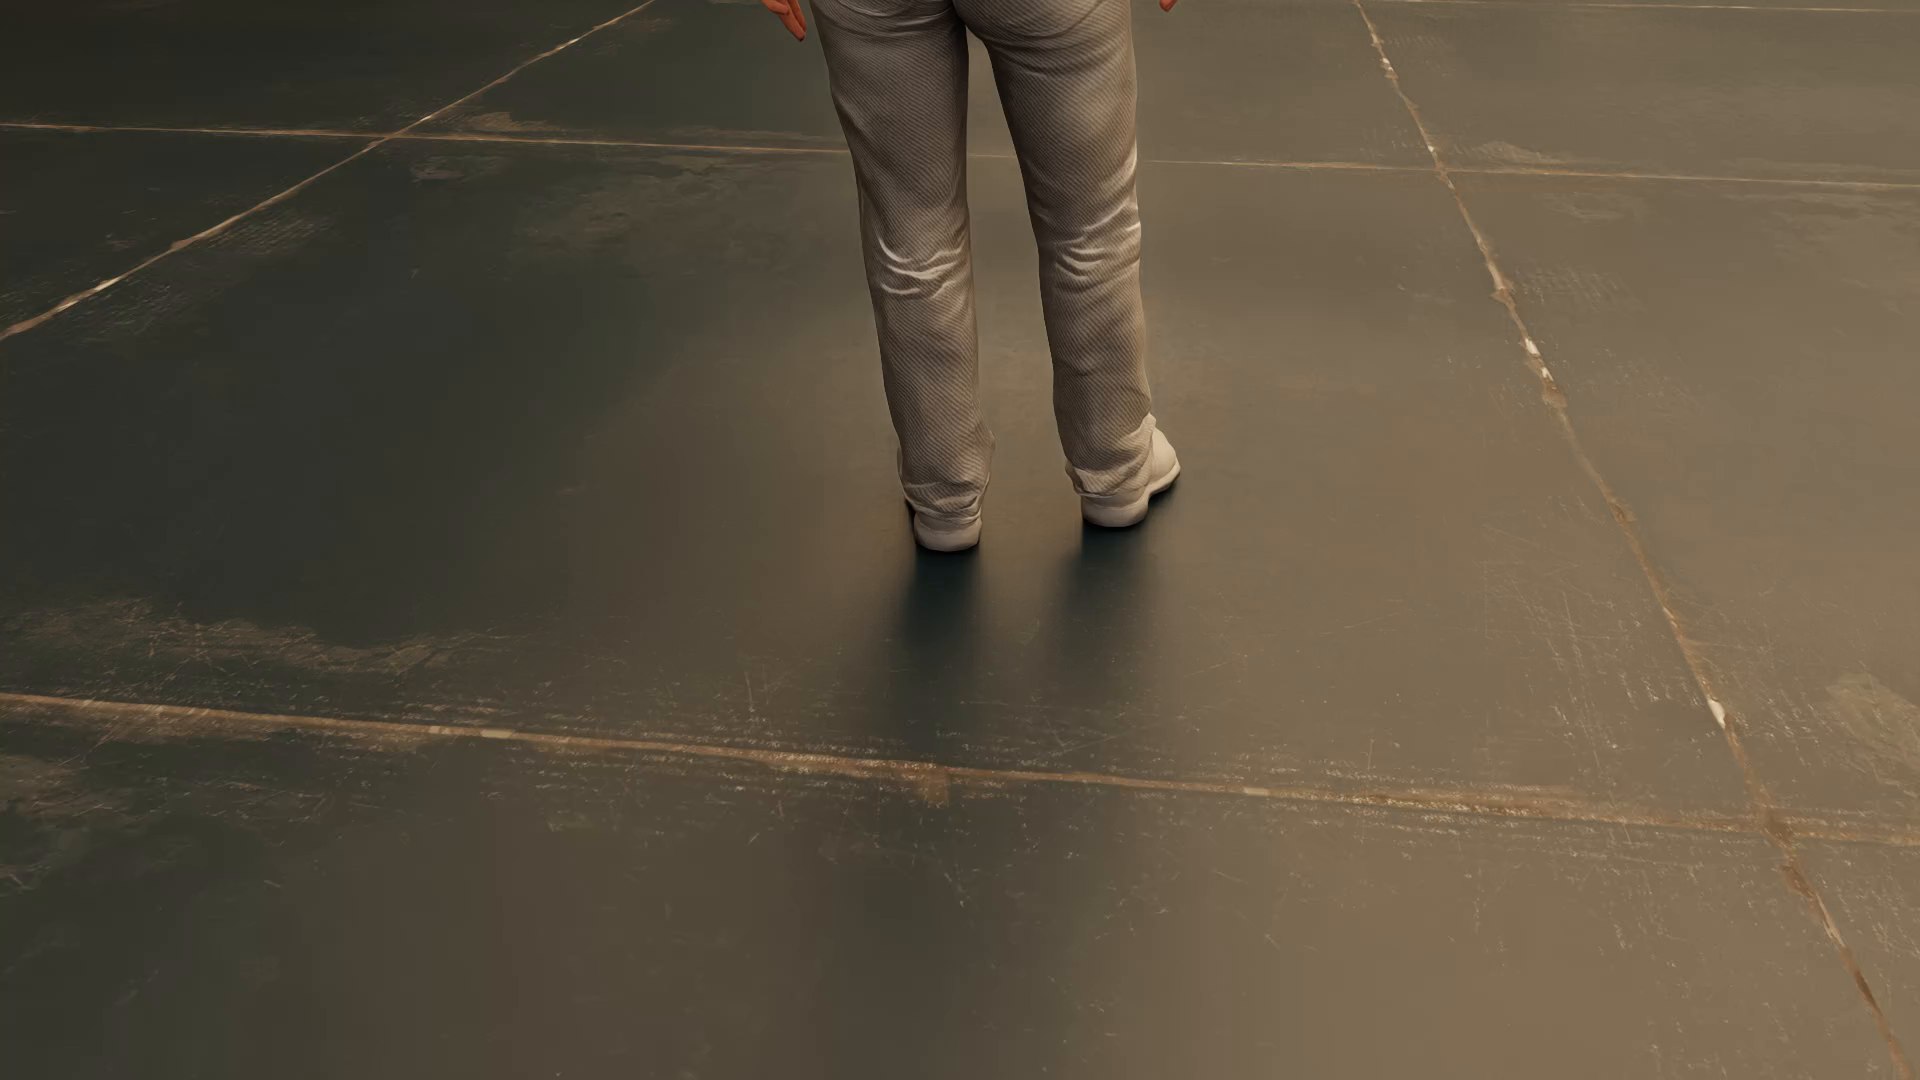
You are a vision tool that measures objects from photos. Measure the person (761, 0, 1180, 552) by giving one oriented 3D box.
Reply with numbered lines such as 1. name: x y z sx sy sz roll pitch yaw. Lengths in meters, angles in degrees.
1. person: 0.017 -0.827 2.154 0.632 1.773 0.568 3 27 7
